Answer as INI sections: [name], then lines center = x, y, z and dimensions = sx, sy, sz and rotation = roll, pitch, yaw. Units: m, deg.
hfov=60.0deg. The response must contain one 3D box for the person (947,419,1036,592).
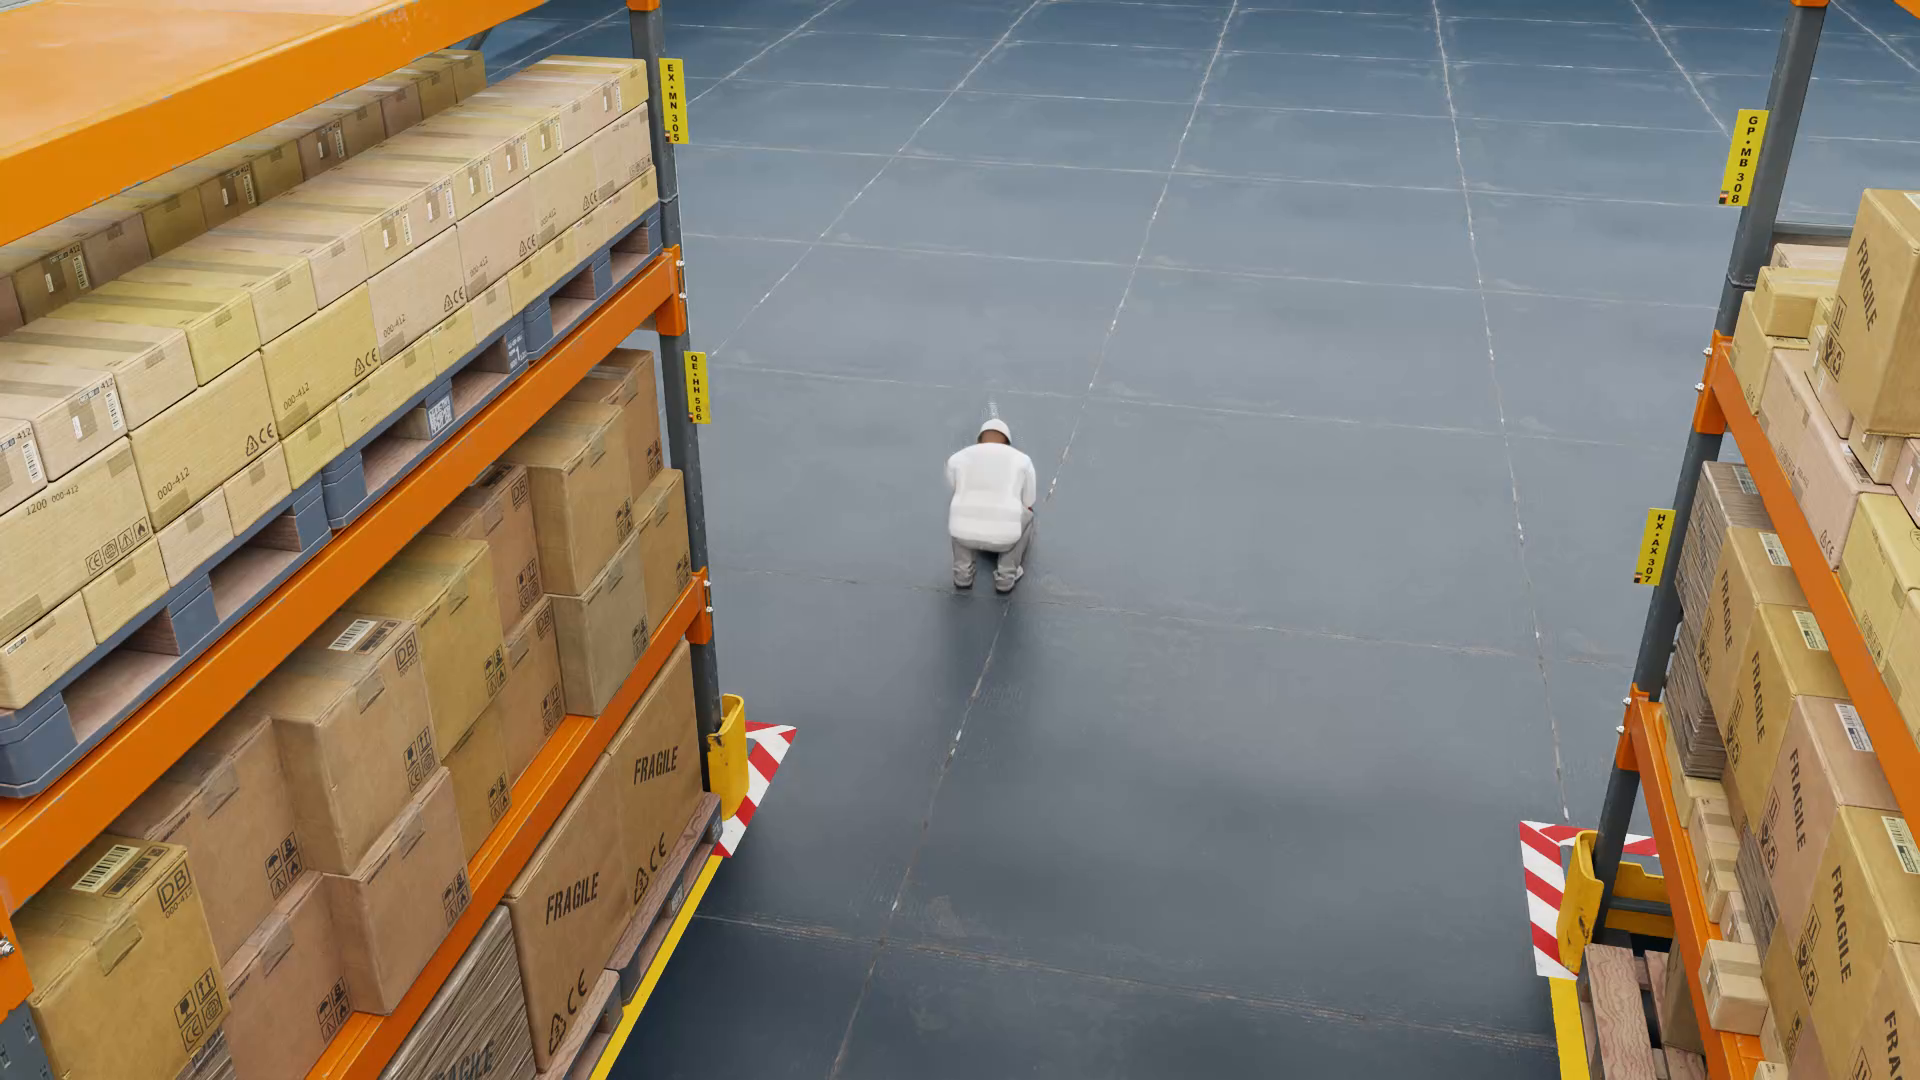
[person]
center = 0.169, -0.163, 9.996
dimensions = 0.541, 0.893, 0.931
rotation = 6, 29, 10
